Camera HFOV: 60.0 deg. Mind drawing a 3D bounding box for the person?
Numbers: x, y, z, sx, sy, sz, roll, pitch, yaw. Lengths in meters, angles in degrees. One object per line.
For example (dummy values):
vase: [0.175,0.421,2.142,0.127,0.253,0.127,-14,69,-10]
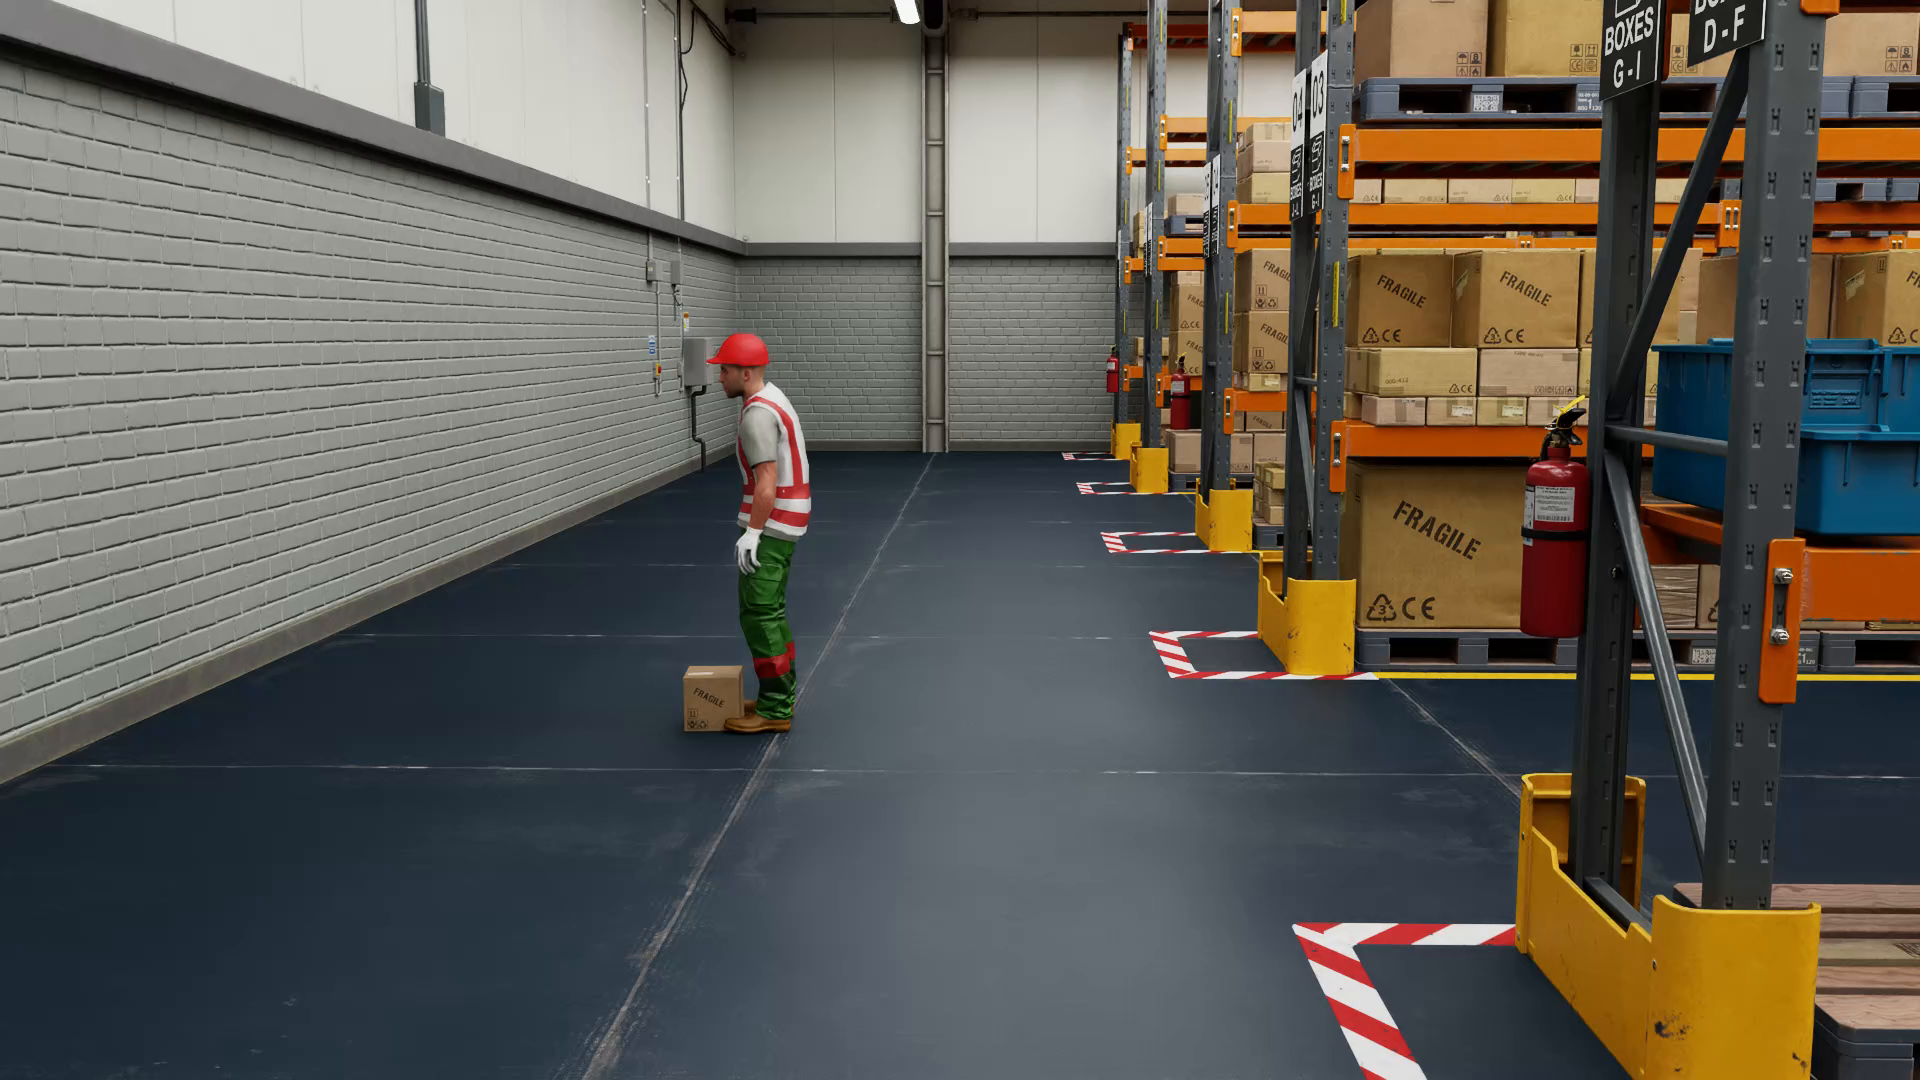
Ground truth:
person: [-0.898,-0.035,7.482,0.455,1.779,0.612,0,7,1]
